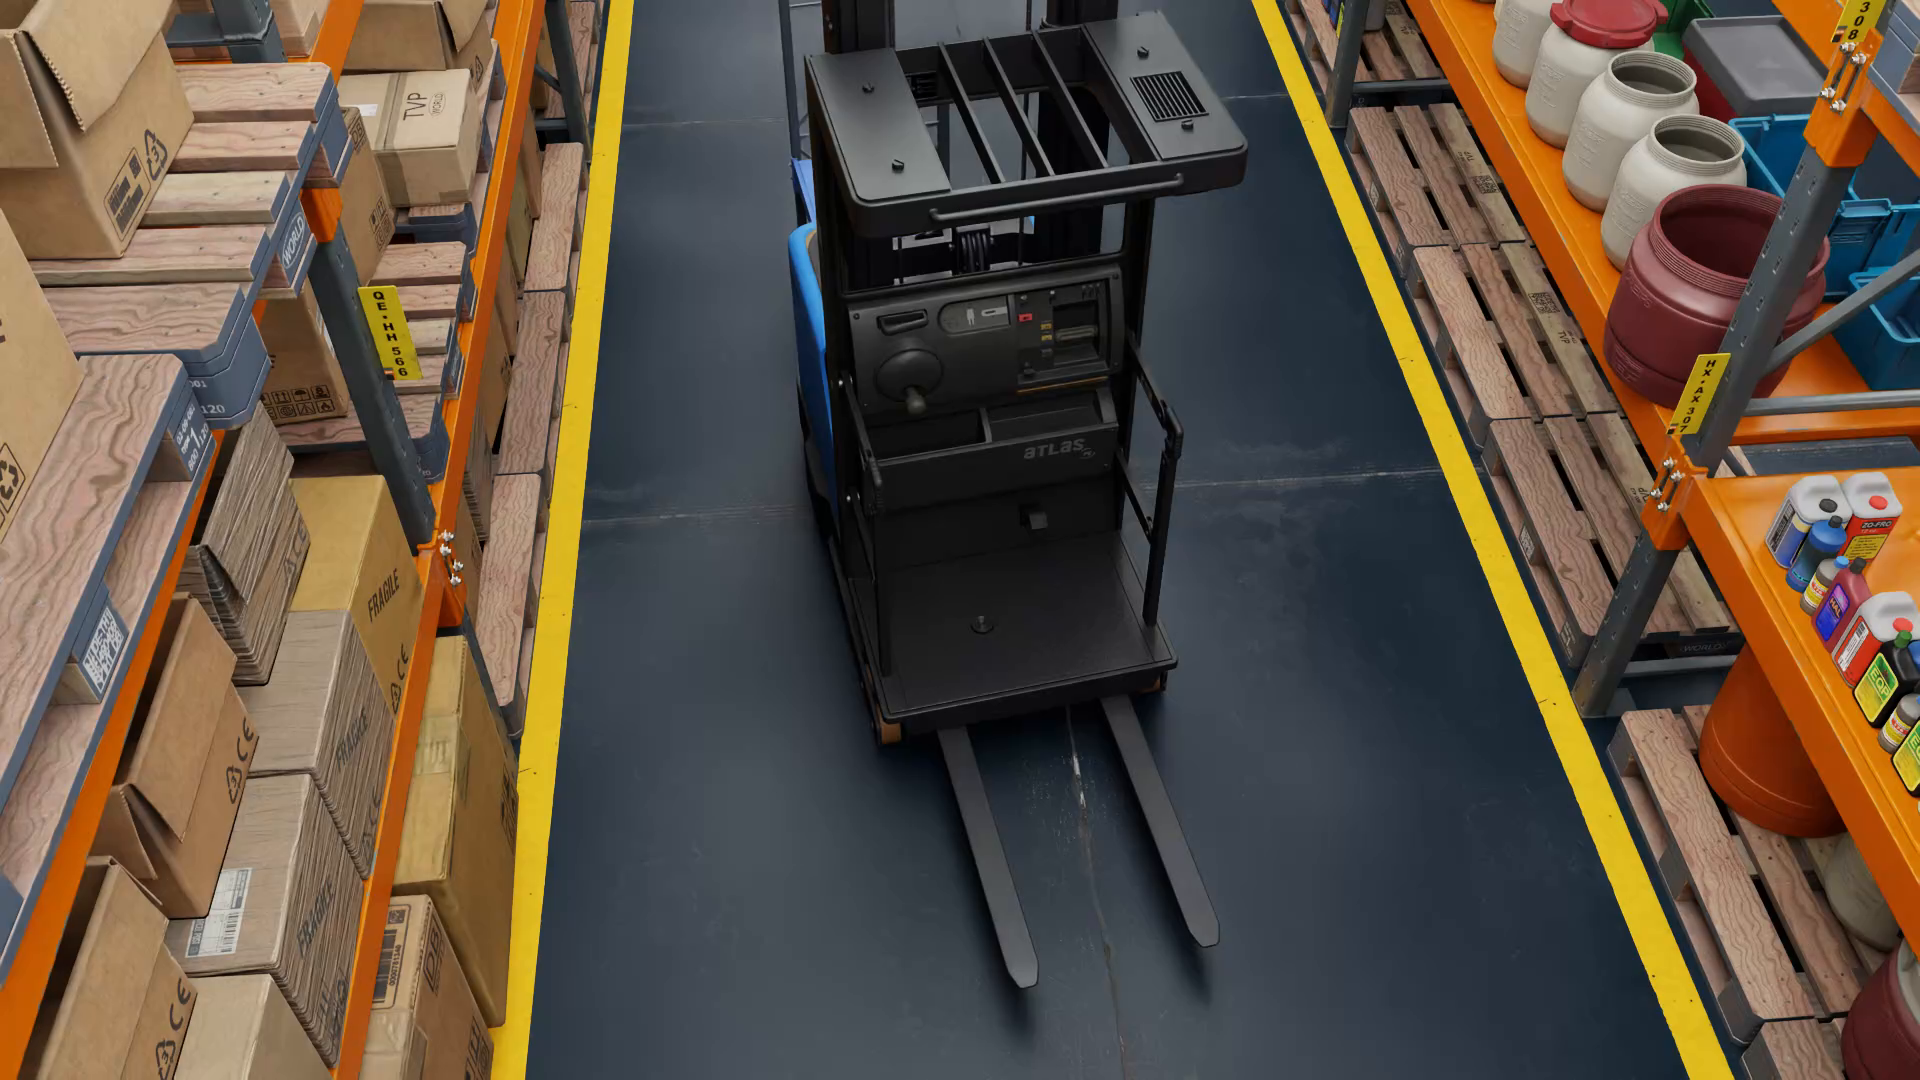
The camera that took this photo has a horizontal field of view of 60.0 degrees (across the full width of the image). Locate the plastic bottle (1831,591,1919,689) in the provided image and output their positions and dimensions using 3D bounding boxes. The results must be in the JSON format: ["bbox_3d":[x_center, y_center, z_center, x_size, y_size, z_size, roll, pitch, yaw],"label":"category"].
[{"bbox_3d":[2.577,0.280,4.641,0.152,0.276,0.135,-3,47,-3],"label":"plastic bottle"}]

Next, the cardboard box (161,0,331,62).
[{"bbox_3d":[-1.897,-1.464,4.245,0.500,0.250,0.500,-3,47,-3],"label":"cardboard box"}]

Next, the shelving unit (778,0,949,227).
[{"bbox_3d":[-0.410,-1.514,7.288,0.538,1.500,1.048,-10,47,-9],"label":"shelving unit"}]

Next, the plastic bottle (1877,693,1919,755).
[{"bbox_3d":[2.571,0.488,4.495,0.097,0.201,0.097,0,47,0],"label":"plastic bottle"}]

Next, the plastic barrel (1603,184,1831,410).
[{"bbox_3d":[2.484,-0.794,5.479,0.600,0.536,0.708,-3,47,-3],"label":"plastic barrel"}]

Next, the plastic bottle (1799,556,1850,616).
[{"bbox_3d":[2.529,0.127,4.837,0.097,0.201,0.097,0,47,0],"label":"plastic bottle"}]

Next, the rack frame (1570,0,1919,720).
[{"bbox_3d":[2.825,-0.430,5.228,1.000,3.000,0.127,-3,47,-3],"label":"rack frame"}]

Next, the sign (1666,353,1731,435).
[{"bbox_3d":[2.277,-0.448,5.132,0.100,0.325,0.005,-3,47,-3],"label":"sign"}]

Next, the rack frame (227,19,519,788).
[{"bbox_3d":[-2.111,-0.129,4.943,1.000,3.000,0.127,-3,47,-3],"label":"rack frame"}]

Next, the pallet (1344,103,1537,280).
[{"bbox_3d":[2.594,-1.799,8.445,1.003,0.211,1.213,-3,47,-3],"label":"pallet"}]

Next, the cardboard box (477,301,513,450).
[{"bbox_3d":[-2.300,-0.715,6.916,0.700,0.500,0.500,0,47,0],"label":"cardboard box"}]

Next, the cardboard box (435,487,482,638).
[{"bbox_3d":[-2.187,0.096,6.148,0.700,0.500,0.500,-6,47,-5],"label":"cardboard box"}]

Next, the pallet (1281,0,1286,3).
[{"bbox_3d":[2.370,-3.738,10.282,1.003,0.211,1.213,-3,47,-3],"label":"pallet"}]

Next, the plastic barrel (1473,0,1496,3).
[{"bbox_3d":[2.351,-2.665,7.251,0.433,0.535,0.433,0,47,0],"label":"plastic barrel"}]

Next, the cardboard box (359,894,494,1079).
[{"bbox_3d":[-2.007,1.603,4.476,1.225,0.875,0.875,-3,47,-3],"label":"cardboard box"}]

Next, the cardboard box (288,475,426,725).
[{"bbox_3d":[-1.823,0.179,4.582,0.500,0.500,0.500,-2,47,-2],"label":"cardboard box"}]

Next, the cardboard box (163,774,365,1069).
[{"bbox_3d":[-1.740,0.915,3.885,0.500,0.500,0.500,-5,47,-5],"label":"cardboard box"}]

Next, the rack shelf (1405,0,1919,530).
[{"bbox_3d":[2.657,-1.630,6.859,1.077,0.370,4.000,-3,47,-3],"label":"rack shelf"}]

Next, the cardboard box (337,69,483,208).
[{"bbox_3d":[-2.022,-1.448,6.006,0.500,0.250,0.500,-5,47,-4],"label":"cardboard box"}]

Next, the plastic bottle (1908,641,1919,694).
[{"bbox_3d":[2.621,0.364,4.565,0.097,0.271,0.097,0,47,0],"label":"plastic bottle"}]

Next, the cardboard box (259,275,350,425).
[{"bbox_3d":[-2.196,-0.696,5.122,0.500,0.500,0.500,-9,47,-8],"label":"cardboard box"}]

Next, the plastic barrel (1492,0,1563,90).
[{"bbox_3d":[2.413,-2.134,6.748,0.433,0.535,0.433,0,47,0],"label":"plastic barrel"}]

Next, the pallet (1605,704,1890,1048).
[{"bbox_3d":[2.932,1.097,5.702,1.003,0.211,1.213,-3,47,-3],"label":"pallet"}]

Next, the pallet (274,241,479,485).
[{"bbox_3d":[-2.277,-0.572,5.495,1.213,0.211,1.003,-3,47,-3],"label":"pallet"}]

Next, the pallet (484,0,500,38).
[{"bbox_3d":[-2.527,-2.395,7.221,1.003,0.211,1.213,-3,47,-3],"label":"pallet"}]

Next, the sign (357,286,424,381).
[{"bbox_3d":[-1.558,-0.563,4.556,0.100,0.325,0.005,-3,47,-3],"label":"sign"}]

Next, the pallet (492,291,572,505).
[{"bbox_3d":[-2.274,-0.616,7.325,1.003,0.211,1.213,-3,47,-3],"label":"pallet"}]

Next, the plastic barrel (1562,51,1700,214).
[{"bbox_3d":[2.490,-1.505,6.168,0.421,0.512,0.421,0,47,0],"label":"plastic barrel"}]

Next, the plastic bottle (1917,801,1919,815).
[{"bbox_3d":[2.590,0.631,4.312,0.097,0.271,0.097,0,47,0],"label":"plastic bottle"}]

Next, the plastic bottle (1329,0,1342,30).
[{"bbox_3d":[2.149,-3.013,9.195,0.144,0.351,0.185,-5,47,-4],"label":"plastic bottle"}]

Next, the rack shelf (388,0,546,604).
[{"bbox_3d":[-2.278,-1.329,6.574,1.077,0.370,4.000,-3,47,-3],"label":"rack shelf"}]

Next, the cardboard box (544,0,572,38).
[{"bbox_3d":[-2.495,-3.014,9.107,0.500,0.500,0.500,10,47,9],"label":"cardboard box"}]

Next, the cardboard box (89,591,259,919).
[{"bbox_3d":[-2.014,0.493,3.594,0.797,0.503,0.637,-3,47,-2],"label":"cardboard box"}]

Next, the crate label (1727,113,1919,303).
[{"bbox_3d":[3.011,-1.177,5.911,0.502,0.435,0.616,-3,47,-3],"label":"crate label"}]

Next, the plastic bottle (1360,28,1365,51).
[{"bbox_3d":[2.149,-2.757,9.056,0.097,0.201,0.097,0,47,0],"label":"plastic bottle"}]

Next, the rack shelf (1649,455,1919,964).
[{"bbox_3d":[2.992,1.264,4.119,1.077,0.370,4.000,-3,47,-3],"label":"rack shelf"}]

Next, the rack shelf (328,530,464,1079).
[{"bbox_3d":[-1.944,1.565,3.833,1.077,0.370,4.000,-3,47,-3],"label":"rack shelf"}]

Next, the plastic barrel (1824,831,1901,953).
[{"bbox_3d":[3.019,1.037,5.263,0.421,0.512,0.421,0,47,0],"label":"plastic barrel"}]

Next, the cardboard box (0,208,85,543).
[{"bbox_3d":[-1.828,-0.283,2.665,0.500,0.500,0.500,-1,47,-1],"label":"cardboard box"}]

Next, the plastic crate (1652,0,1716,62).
[{"bbox_3d":[2.917,-2.008,6.869,0.450,0.188,0.662,-3,47,-3],"label":"plastic crate"}]

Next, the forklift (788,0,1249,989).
[{"bbox_3d":[0.150,-0.565,5.403,1.130,2.935,3.031,-10,47,-9],"label":"forklift"}]

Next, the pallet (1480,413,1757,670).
[{"bbox_3d":[2.798,-0.034,6.773,1.003,0.211,1.213,-3,47,-3],"label":"pallet"}]

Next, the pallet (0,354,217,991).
[{"bbox_3d":[-1.908,0.176,2.718,1.003,0.211,1.213,-2,47,-1],"label":"pallet"}]

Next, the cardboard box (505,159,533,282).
[{"bbox_3d":[-2.395,-1.523,7.682,0.700,0.500,0.500,-4,47,-4],"label":"cardboard box"}]

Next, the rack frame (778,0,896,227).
[{"bbox_3d":[-0.531,-1.873,7.627,0.500,1.500,0.032,-10,47,-9],"label":"rack frame"}]

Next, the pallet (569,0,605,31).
[{"bbox_3d":[-2.643,-3.433,9.992,1.003,0.211,1.213,-3,47,-3],"label":"pallet"}]

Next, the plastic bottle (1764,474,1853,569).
[{"bbox_3d":[2.539,-0.055,4.958,0.152,0.276,0.135,-3,47,-3],"label":"plastic bottle"}]
